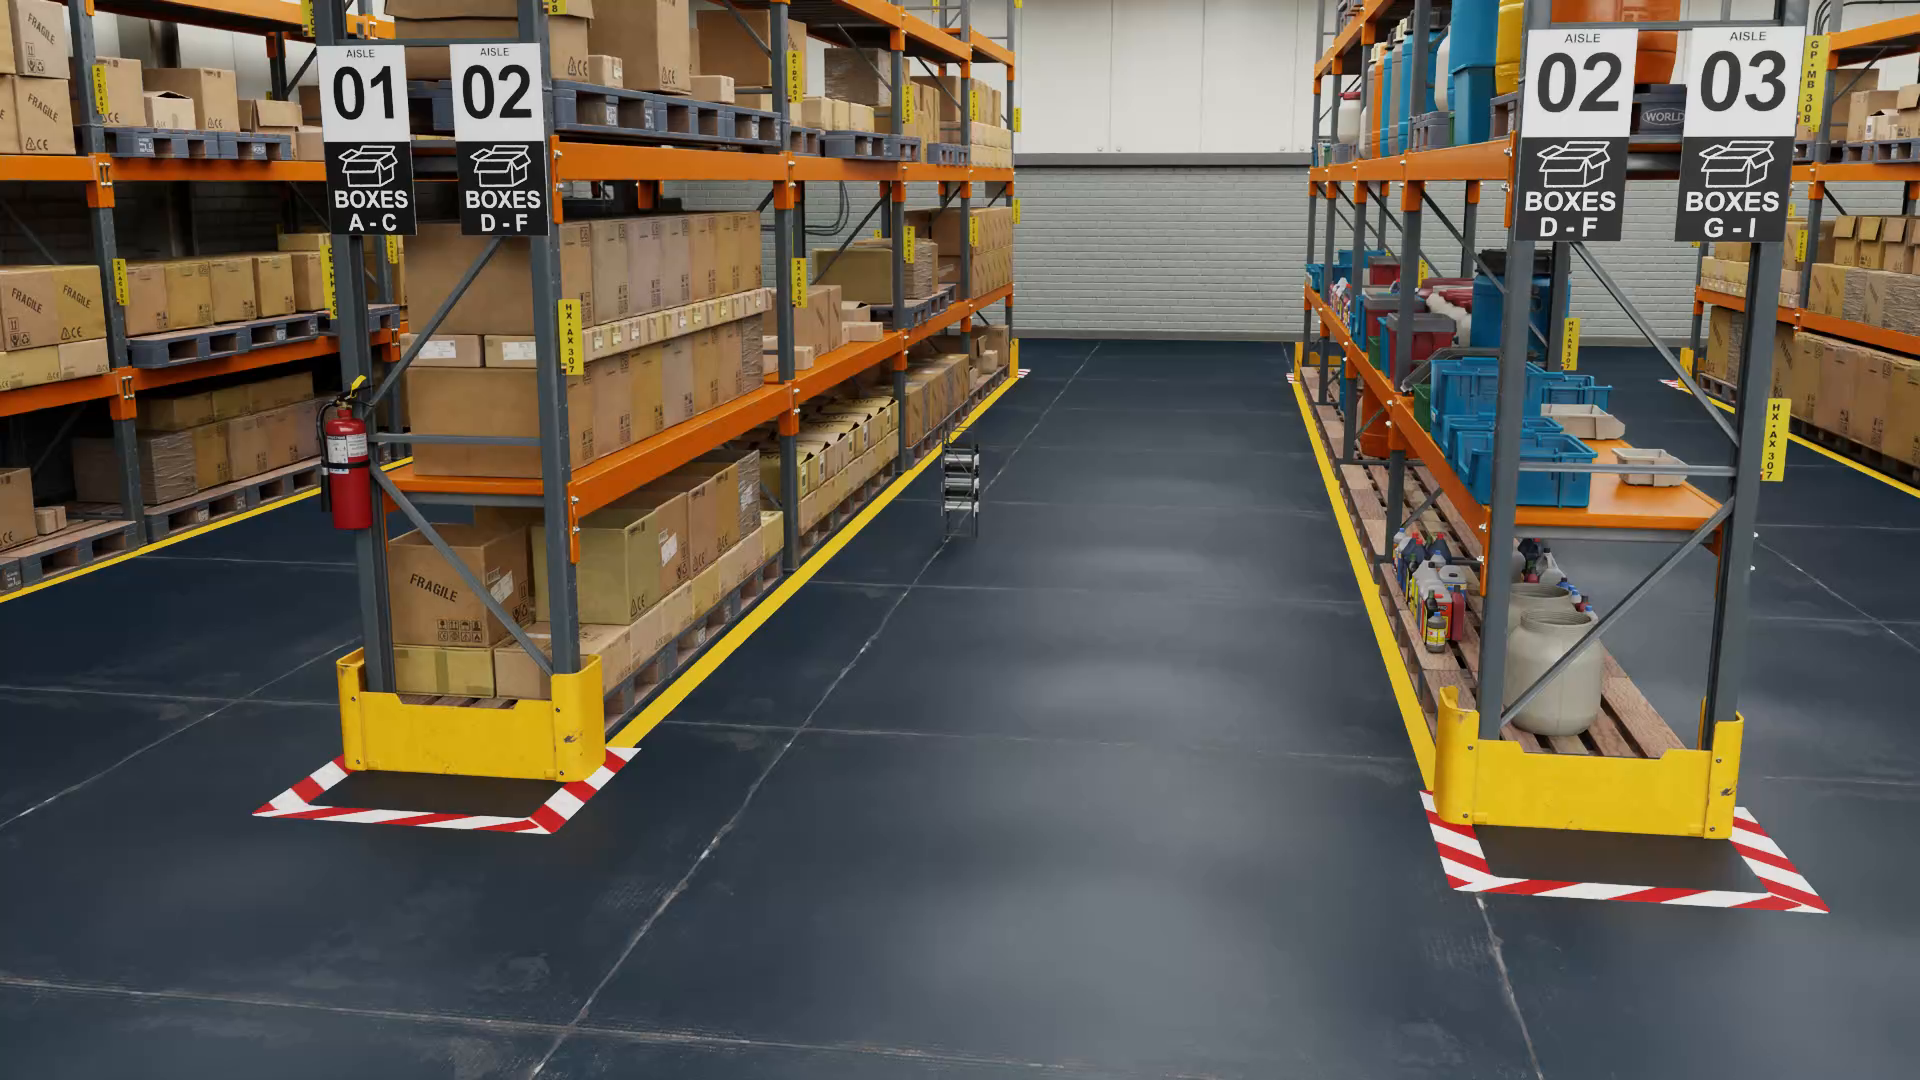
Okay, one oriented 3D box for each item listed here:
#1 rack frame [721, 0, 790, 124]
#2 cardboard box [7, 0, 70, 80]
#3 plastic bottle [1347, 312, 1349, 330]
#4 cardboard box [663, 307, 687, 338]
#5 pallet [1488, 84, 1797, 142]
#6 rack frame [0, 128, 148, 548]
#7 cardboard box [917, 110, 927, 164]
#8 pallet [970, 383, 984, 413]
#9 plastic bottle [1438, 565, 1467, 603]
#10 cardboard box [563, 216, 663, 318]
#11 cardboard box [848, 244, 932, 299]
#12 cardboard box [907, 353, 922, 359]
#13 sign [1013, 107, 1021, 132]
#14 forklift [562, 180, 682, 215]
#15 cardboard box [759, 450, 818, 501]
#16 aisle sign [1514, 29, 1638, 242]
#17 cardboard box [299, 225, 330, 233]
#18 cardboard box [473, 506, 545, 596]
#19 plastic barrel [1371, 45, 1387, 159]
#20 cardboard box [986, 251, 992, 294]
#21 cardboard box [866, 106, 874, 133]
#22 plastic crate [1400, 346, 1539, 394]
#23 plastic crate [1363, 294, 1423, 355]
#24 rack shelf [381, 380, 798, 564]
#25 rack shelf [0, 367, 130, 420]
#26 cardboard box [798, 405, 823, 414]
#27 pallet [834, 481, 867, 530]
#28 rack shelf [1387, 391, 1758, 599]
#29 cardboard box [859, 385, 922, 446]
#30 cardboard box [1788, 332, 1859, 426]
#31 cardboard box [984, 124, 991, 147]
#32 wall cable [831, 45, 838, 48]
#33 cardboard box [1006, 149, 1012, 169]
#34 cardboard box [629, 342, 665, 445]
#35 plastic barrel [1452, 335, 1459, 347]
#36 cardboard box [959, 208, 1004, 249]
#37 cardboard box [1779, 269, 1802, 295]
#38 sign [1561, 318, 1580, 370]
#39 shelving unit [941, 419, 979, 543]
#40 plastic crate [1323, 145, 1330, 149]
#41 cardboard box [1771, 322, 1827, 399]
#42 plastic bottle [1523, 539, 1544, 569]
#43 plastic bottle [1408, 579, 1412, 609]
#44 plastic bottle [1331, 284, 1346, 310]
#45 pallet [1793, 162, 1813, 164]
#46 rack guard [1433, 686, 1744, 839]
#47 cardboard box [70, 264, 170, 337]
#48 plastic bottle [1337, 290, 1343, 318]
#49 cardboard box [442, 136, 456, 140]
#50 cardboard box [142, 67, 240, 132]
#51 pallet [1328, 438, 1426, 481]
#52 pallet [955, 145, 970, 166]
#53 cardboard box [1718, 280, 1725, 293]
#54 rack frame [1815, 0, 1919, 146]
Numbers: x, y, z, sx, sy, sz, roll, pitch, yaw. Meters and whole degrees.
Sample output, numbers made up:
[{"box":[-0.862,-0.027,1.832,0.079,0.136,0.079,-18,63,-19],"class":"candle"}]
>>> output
[{"box":[-1.621,-4.204,10.639,1.000,3.000,0.127,2,12,9],"class":"rack frame"},{"box":[-6.326,-3.331,11.053,0.500,0.500,0.500,1,12,4],"class":"cardboard box"},{"box":[3.614,-2.035,15.288,0.097,0.201,0.097,0,12,0],"class":"plastic bottle"},{"box":[-1.726,-1.199,9.159,0.380,0.149,0.250,2,12,9],"class":"cardboard box"},{"box":[2.881,-1.820,7.147,1.003,0.211,1.213,2,12,9],"class":"pallet"},{"box":[-6.517,-1.431,12.012,1.000,3.000,0.127,2,12,9],"class":"rack frame"},{"box":[-0.814,-3.925,16.229,0.910,0.500,0.500,2,12,9],"class":"cardboard box"},{"box":[-0.285,-1.716,19.955,1.003,0.211,1.213,2,12,9],"class":"pallet"},{"box":[2.794,0.289,9.455,0.152,0.276,0.135,2,12,9],"class":"plastic bottle"},{"box":[-1.992,-1.444,8.756,0.700,0.500,0.500,2,12,9],"class":"cardboard box"},{"box":[-0.691,-2.677,16.560,0.700,0.500,0.500,4,13,19],"class":"cardboard box"},{"box":[-0.706,-1.837,18.785,0.500,0.500,0.500,1,12,6],"class":"cardboard box"},{"box":[0.769,-5.646,22.350,0.100,0.325,0.005,2,12,9],"class":"sign"},{"box":[-2.967,-1.835,14.049,1.130,2.935,3.031,2,12,7],"class":"forklift"},{"box":[-1.312,-0.484,11.819,0.500,0.311,0.500,2,12,9],"class":"cardboard box"},{"box":[2.353,-1.542,6.360,0.394,0.787,0.004,2,12,9],"class":"aisle sign"},{"box":[-6.088,-2.937,16.230,0.500,0.250,0.500,2,12,10],"class":"cardboard box"},{"box":[-2.309,0.004,9.104,0.500,0.500,0.500,2,12,9],"class":"cardboard box"},{"box":[3.446,-3.319,12.633,0.600,0.830,0.708,2,12,9],"class":"plastic barrel"},{"box":[0.111,-3.293,20.417,0.500,0.500,0.500,2,12,8],"class":"cardboard box"},{"box":[-1.020,-3.606,14.343,0.500,0.250,0.500,1,12,4],"class":"cardboard box"},{"box":[3.066,-0.974,10.042,0.767,0.338,0.504,2,12,9],"class":"plastic crate"},{"box":[3.337,-1.647,12.865,0.402,0.464,0.583,2,12,9],"class":"plastic crate"},{"box":[-1.929,-0.503,9.415,1.077,0.370,4.000,2,12,9],"class":"rack shelf"},{"box":[-6.824,-0.663,10.156,1.077,0.370,4.000,2,12,9],"class":"rack shelf"},{"box":[-1.449,-1.030,14.350,0.500,0.311,0.500,2,12,7],"class":"cardboard box"},{"box":[-1.361,-0.317,13.464,1.003,0.211,1.213,2,12,9],"class":"pallet"},{"box":[2.965,-0.342,8.666,1.077,0.370,4.000,2,12,9],"class":"rack shelf"},{"box":[-0.654,-1.182,15.748,0.500,0.500,0.500,2,12,11],"class":"cardboard box"},{"box":[9.318,-1.647,17.064,1.225,0.875,0.875,2,12,9],"class":"cardboard box"},{"box":[0.093,-4.875,20.042,0.500,0.250,0.500,2,12,9],"class":"cardboard box"},{"box":[-0.775,-8.890,27.769,3.097,2.526,0.112,2,12,9],"class":"wall cable"},{"box":[0.406,-5.046,22.026,0.500,0.250,0.500,2,12,9],"class":"cardboard box"},{"box":[-1.994,-0.797,8.832,0.700,0.500,0.500,2,12,9],"class":"cardboard box"},{"box":[3.628,-1.313,11.792,0.301,0.262,0.301,0,12,0],"class":"plastic barrel"},{"box":[0.275,-3.992,21.285,0.500,0.500,0.500,2,12,10],"class":"cardboard box"},{"box":[9.205,-2.787,17.956,0.500,0.250,0.500,2,12,8],"class":"cardboard box"},{"box":[3.814,-1.225,10.400,0.100,0.325,0.005,2,12,9],"class":"sign"},{"box":[0.001,-0.442,12.406,0.258,0.900,0.210,2,12,9],"class":"shelving unit"},{"box":[4.327,-4.359,18.879,0.416,0.233,0.300,2,12,9],"class":"plastic crate"},{"box":[9.577,-1.916,18.310,0.875,0.875,0.875,2,12,9],"class":"cardboard box"},{"box":[3.429,0.154,9.904,0.144,0.351,0.185,1,12,6],"class":"plastic bottle"},{"box":[2.643,0.295,9.601,0.097,0.201,0.097,0,12,0],"class":"plastic bottle"},{"box":[3.999,-2.554,17.520,0.152,0.276,0.135,2,12,9],"class":"plastic bottle"},{"box":[9.908,-4.715,20.344,1.003,0.211,1.213,2,12,9],"class":"pallet"},{"box":[2.622,0.928,7.003,1.175,0.500,0.348,2,12,9],"class":"rack guard"},{"box":[-6.405,-1.799,12.442,0.700,0.500,0.500,2,12,9],"class":"cardboard box"},{"box":[3.832,-2.364,16.647,0.097,0.271,0.097,0,12,0],"class":"plastic bottle"},{"box":[-5.692,-4.426,17.511,0.700,0.500,0.500,2,12,9],"class":"cardboard box"},{"box":[-6.164,-3.519,13.349,0.500,0.500,0.500,1,12,7],"class":"cardboard box"},{"box":[3.968,-0.745,15.448,1.003,0.211,1.213,2,12,9],"class":"pallet"},{"box":[-0.561,-4.177,18.083,1.213,0.211,1.003,2,12,9],"class":"pallet"},{"box":[9.515,-3.100,20.355,0.380,0.149,0.250,2,12,8],"class":"cardboard box"},{"box":[9.397,-5.547,16.873,1.000,3.000,0.127,2,12,9],"class":"rack frame"}]
